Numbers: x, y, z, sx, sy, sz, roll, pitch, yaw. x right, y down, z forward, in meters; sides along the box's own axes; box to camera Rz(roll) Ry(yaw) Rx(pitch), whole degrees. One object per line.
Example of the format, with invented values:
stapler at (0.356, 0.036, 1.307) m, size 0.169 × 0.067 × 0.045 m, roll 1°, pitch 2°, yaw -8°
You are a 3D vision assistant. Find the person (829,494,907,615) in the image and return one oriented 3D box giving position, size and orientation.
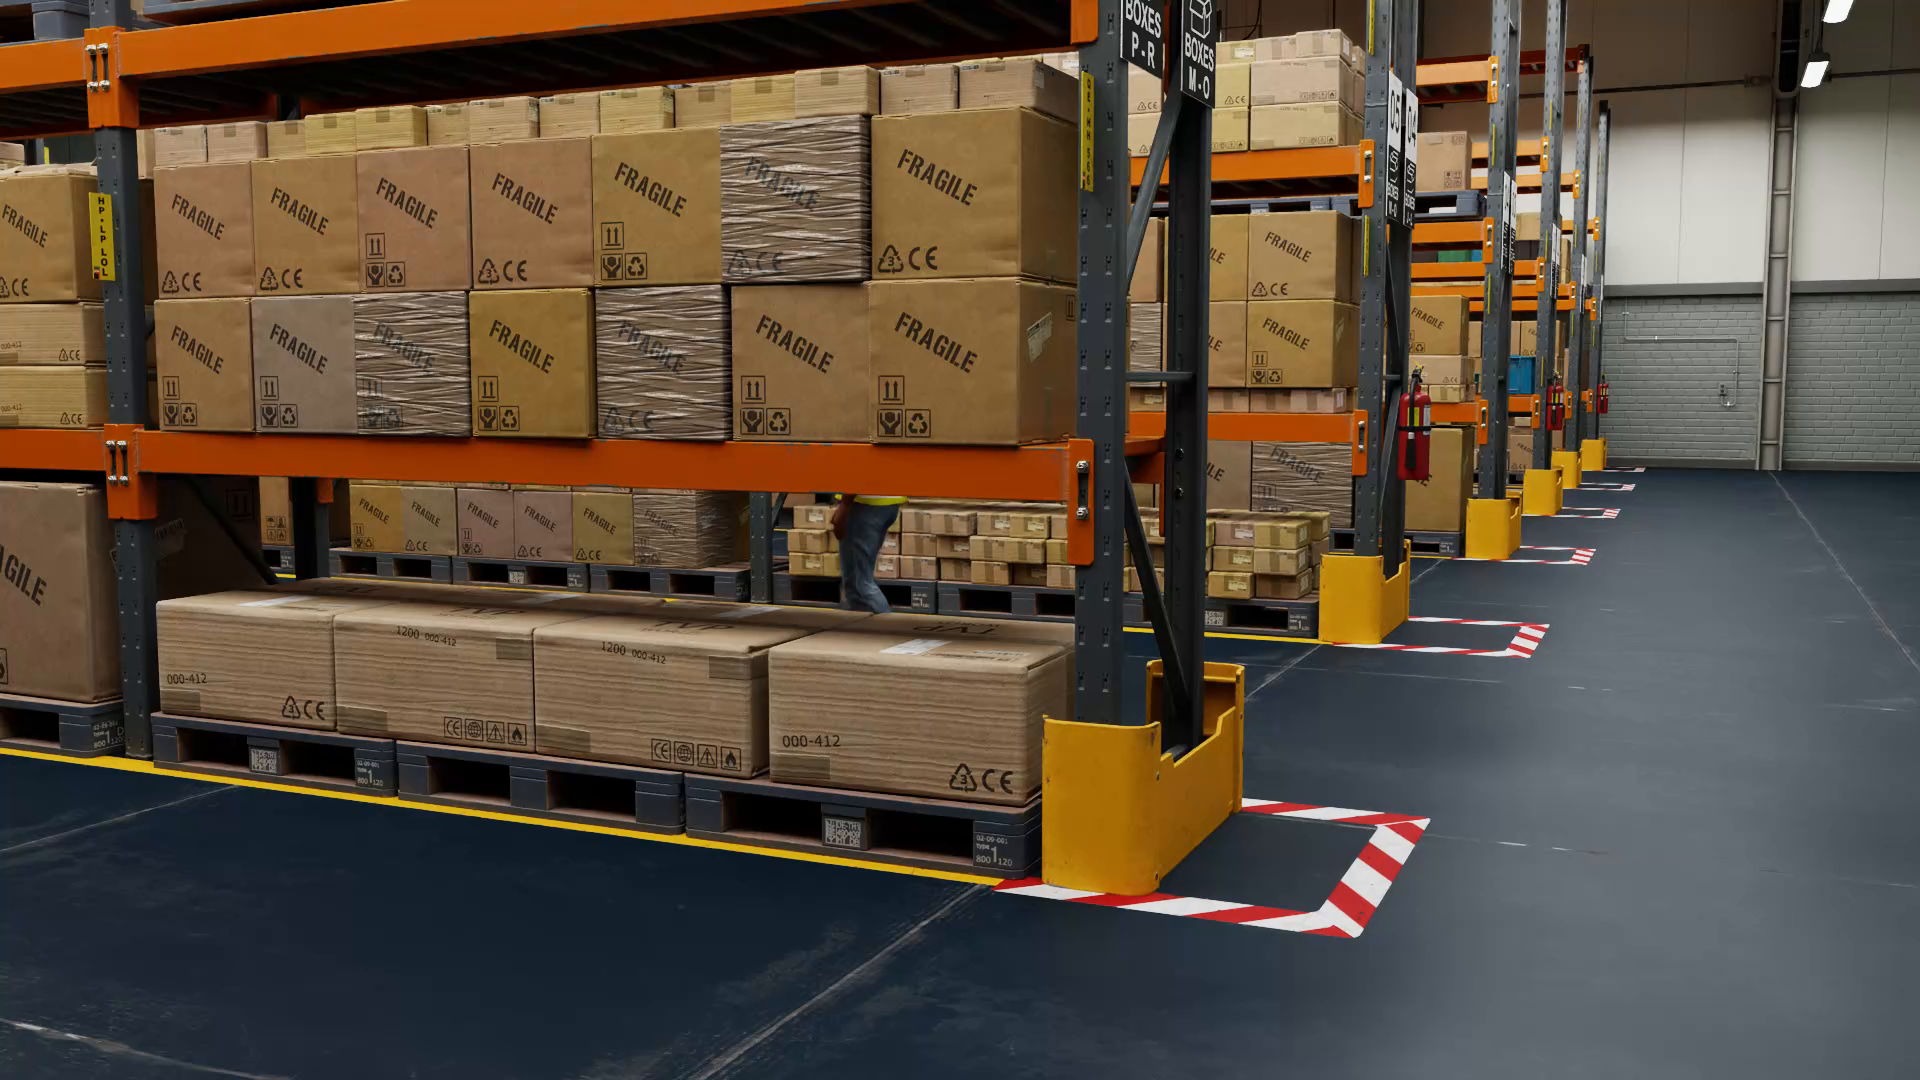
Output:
person at (-0.510, -0.159, 8.505) m, size 0.595 × 1.814 × 0.593 m, roll 2°, pitch 6°, yaw 24°
